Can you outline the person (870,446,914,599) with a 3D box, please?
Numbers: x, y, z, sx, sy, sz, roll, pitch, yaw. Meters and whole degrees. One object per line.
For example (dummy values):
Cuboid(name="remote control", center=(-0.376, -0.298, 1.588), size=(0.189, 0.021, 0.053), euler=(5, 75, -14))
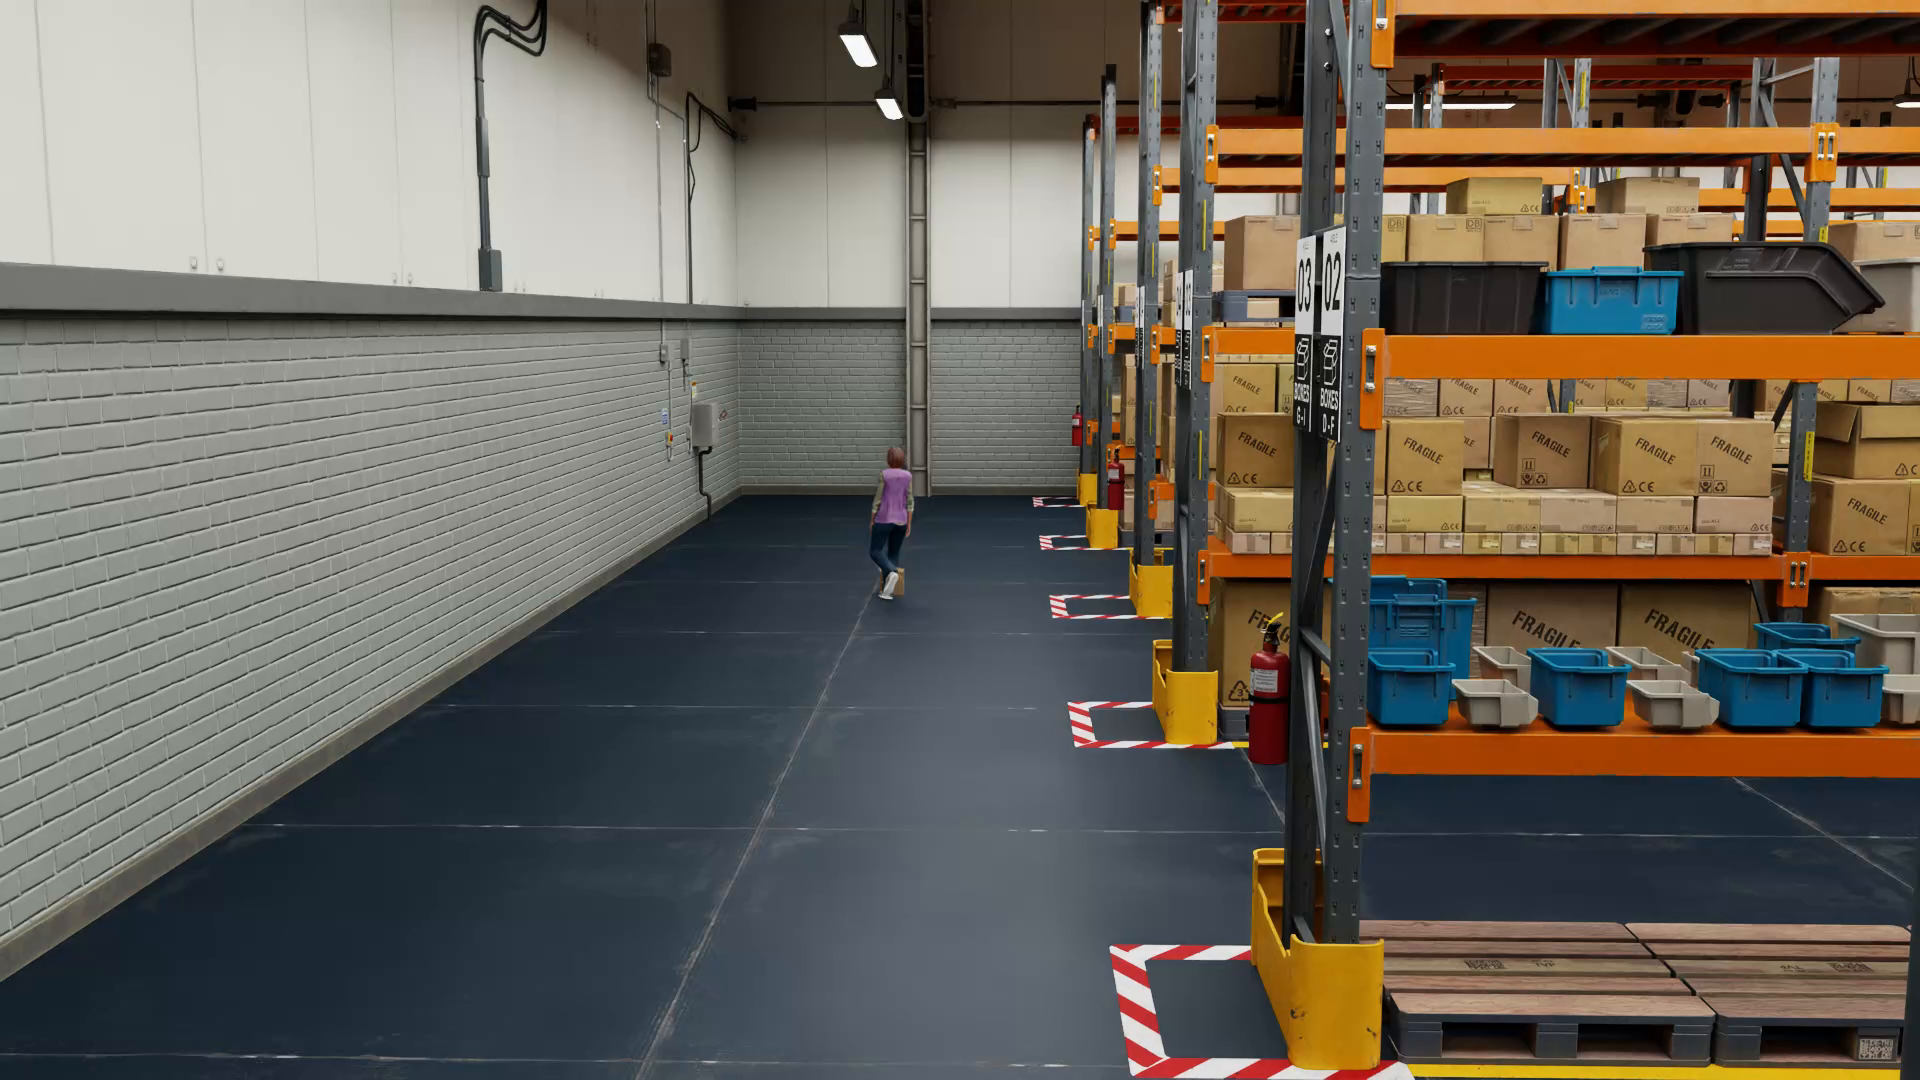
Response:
Cuboid(name="person", center=(-0.681, -0.157, 16.987), size=(0.447, 1.592, 0.654), euler=(-3, 8, -24))
